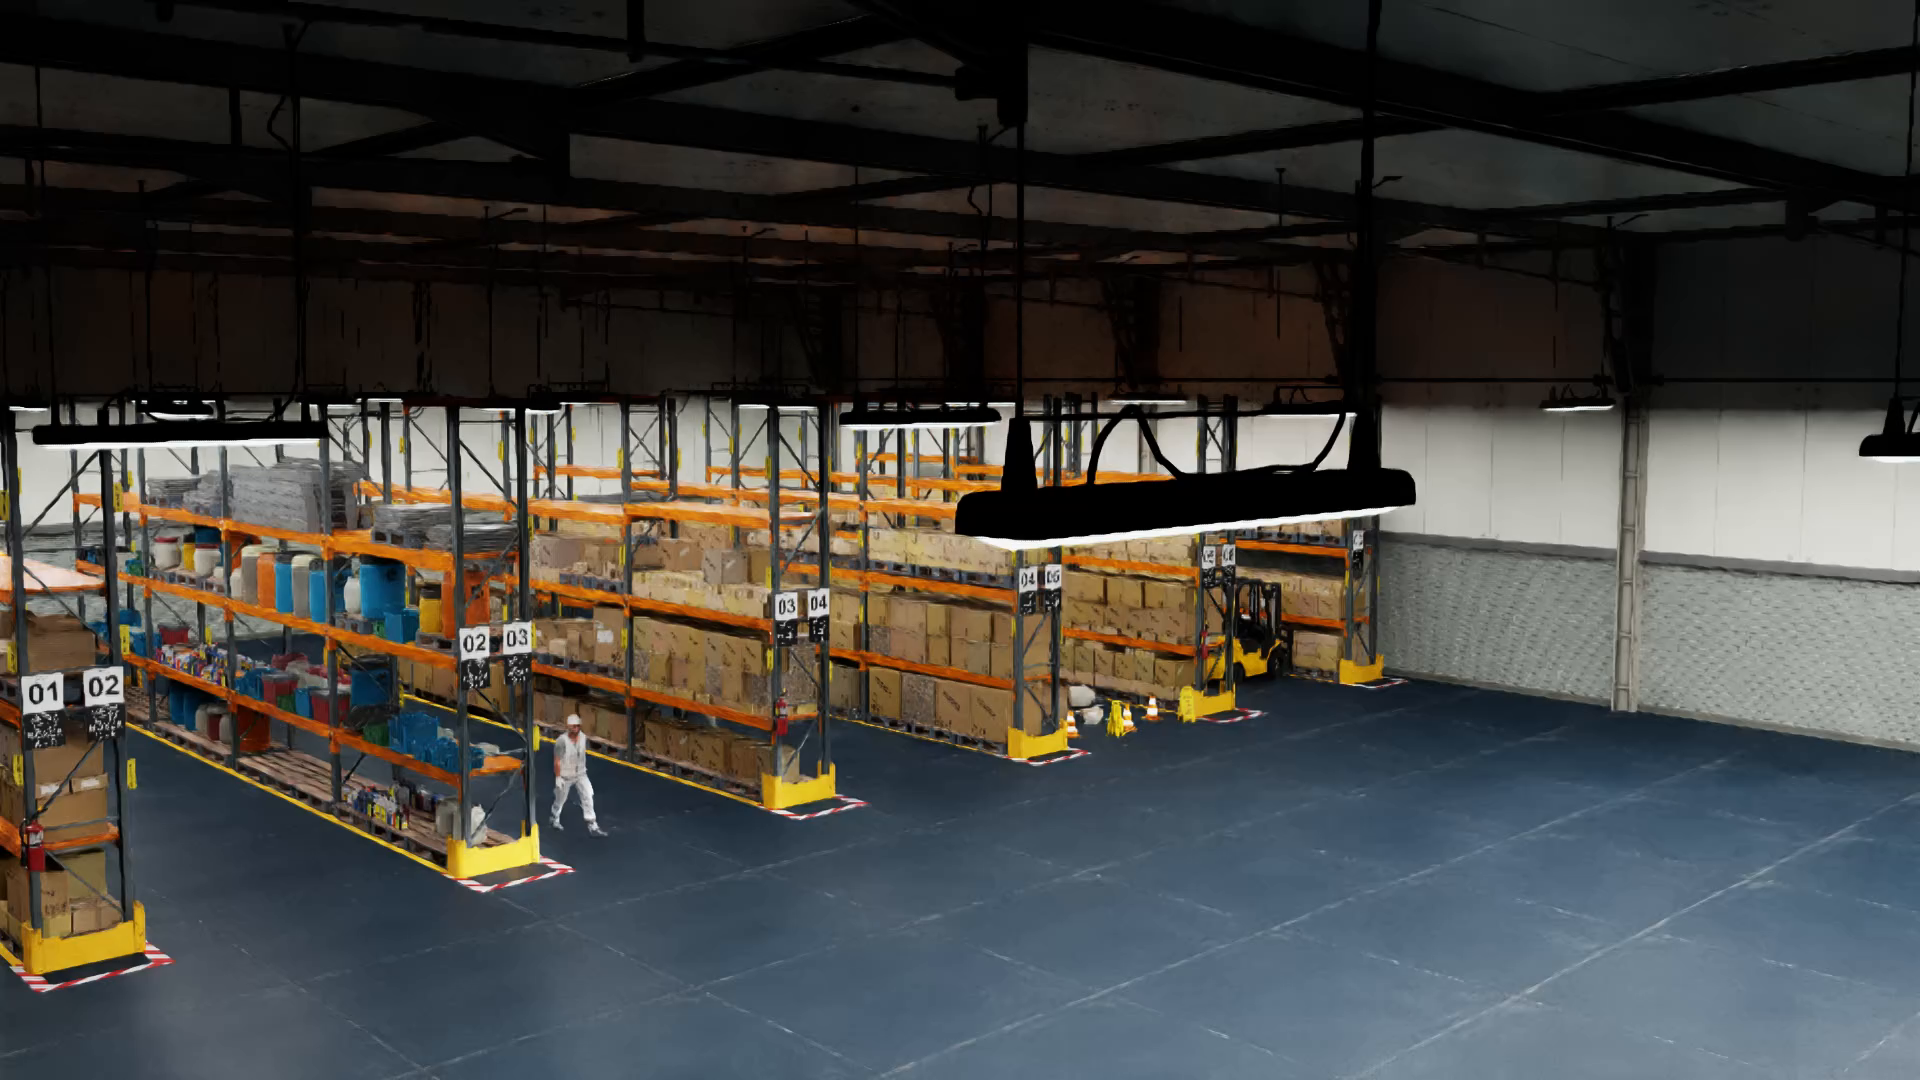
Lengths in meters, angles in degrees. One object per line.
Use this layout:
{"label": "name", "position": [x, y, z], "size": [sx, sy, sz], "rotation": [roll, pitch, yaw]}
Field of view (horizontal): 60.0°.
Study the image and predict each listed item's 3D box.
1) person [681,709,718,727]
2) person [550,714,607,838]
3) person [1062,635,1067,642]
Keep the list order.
{"label": "person", "position": [-4.704, 2.650, 29.738], "size": [0.446, 1.590, 1.109], "rotation": [-5, 7, -40]}
{"label": "person", "position": [-5.348, 3.242, 23.009], "size": [0.553, 1.709, 1.123], "rotation": [-5, 7, -41]}
{"label": "person", "position": [2.446, 1.738, 38.507], "size": [0.591, 1.722, 0.661], "rotation": [-2, 6, -17]}
